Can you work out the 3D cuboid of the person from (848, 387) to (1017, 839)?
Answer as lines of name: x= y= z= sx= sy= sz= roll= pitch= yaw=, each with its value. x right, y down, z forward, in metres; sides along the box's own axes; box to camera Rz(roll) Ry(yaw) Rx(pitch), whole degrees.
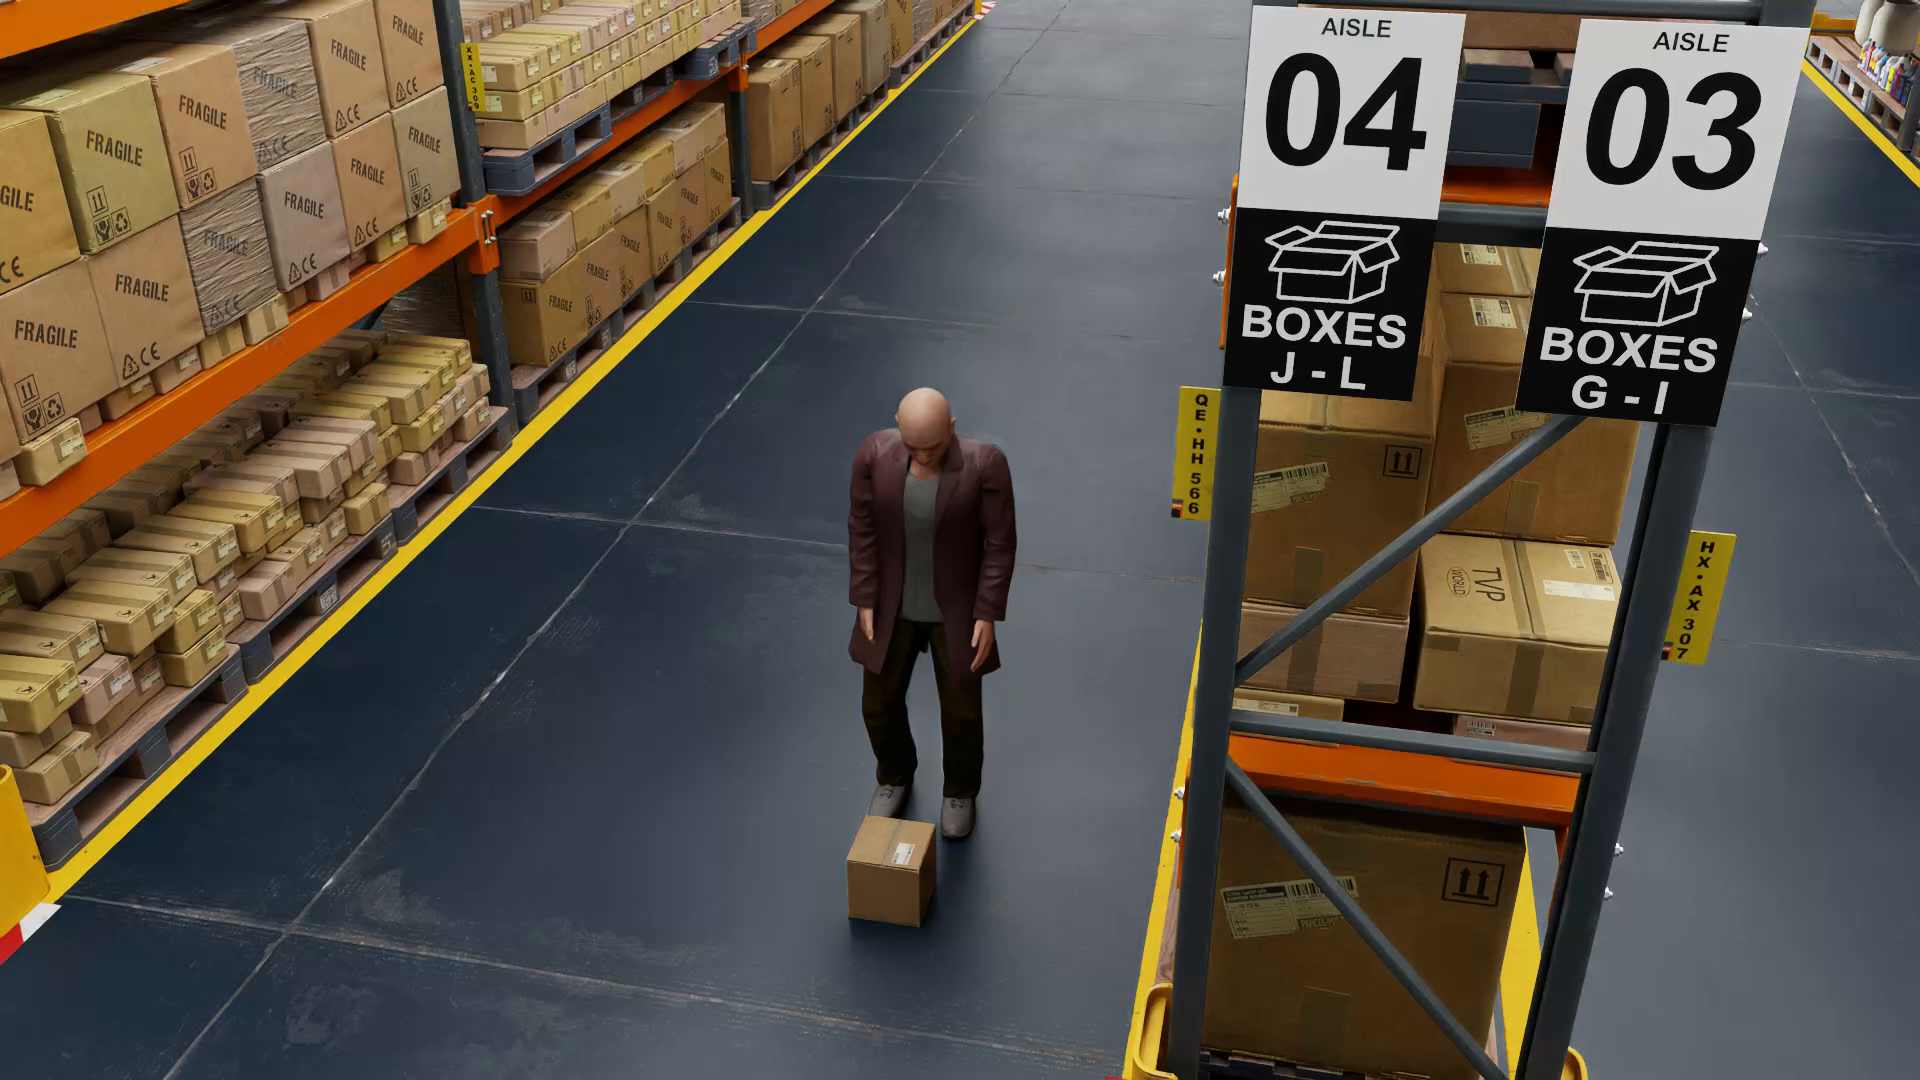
person: x=-0.100 y=0.241 z=5.759 sx=0.591 sy=1.727 sz=0.432 roll=7 pitch=29 yaw=12
